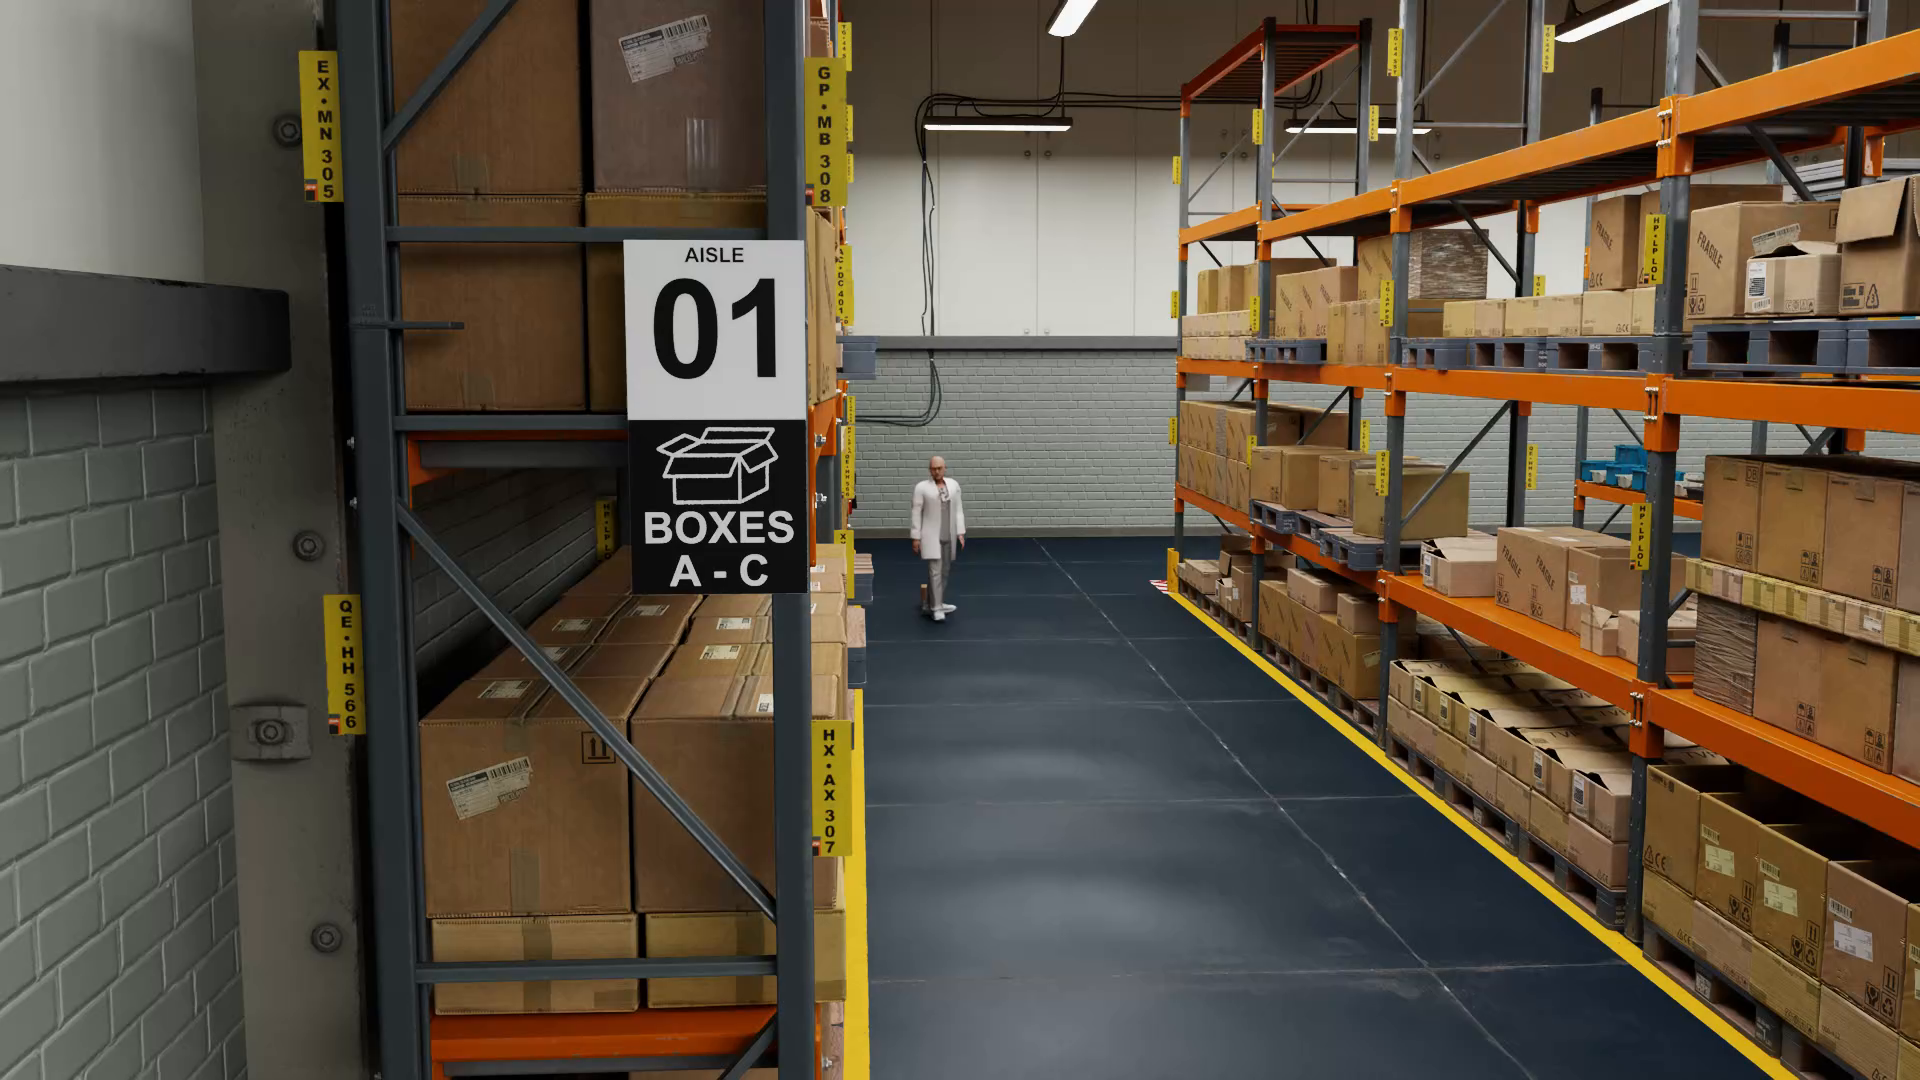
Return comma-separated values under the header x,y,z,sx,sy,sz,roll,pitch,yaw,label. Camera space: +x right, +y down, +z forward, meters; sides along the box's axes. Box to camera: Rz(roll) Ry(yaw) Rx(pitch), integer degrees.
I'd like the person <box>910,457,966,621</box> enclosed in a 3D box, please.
x,y,z,sx,sy,sz,roll,pitch,yaw,label
-0.256,-0.028,18.030,0.613,1.769,0.667,-4,8,-30,person
